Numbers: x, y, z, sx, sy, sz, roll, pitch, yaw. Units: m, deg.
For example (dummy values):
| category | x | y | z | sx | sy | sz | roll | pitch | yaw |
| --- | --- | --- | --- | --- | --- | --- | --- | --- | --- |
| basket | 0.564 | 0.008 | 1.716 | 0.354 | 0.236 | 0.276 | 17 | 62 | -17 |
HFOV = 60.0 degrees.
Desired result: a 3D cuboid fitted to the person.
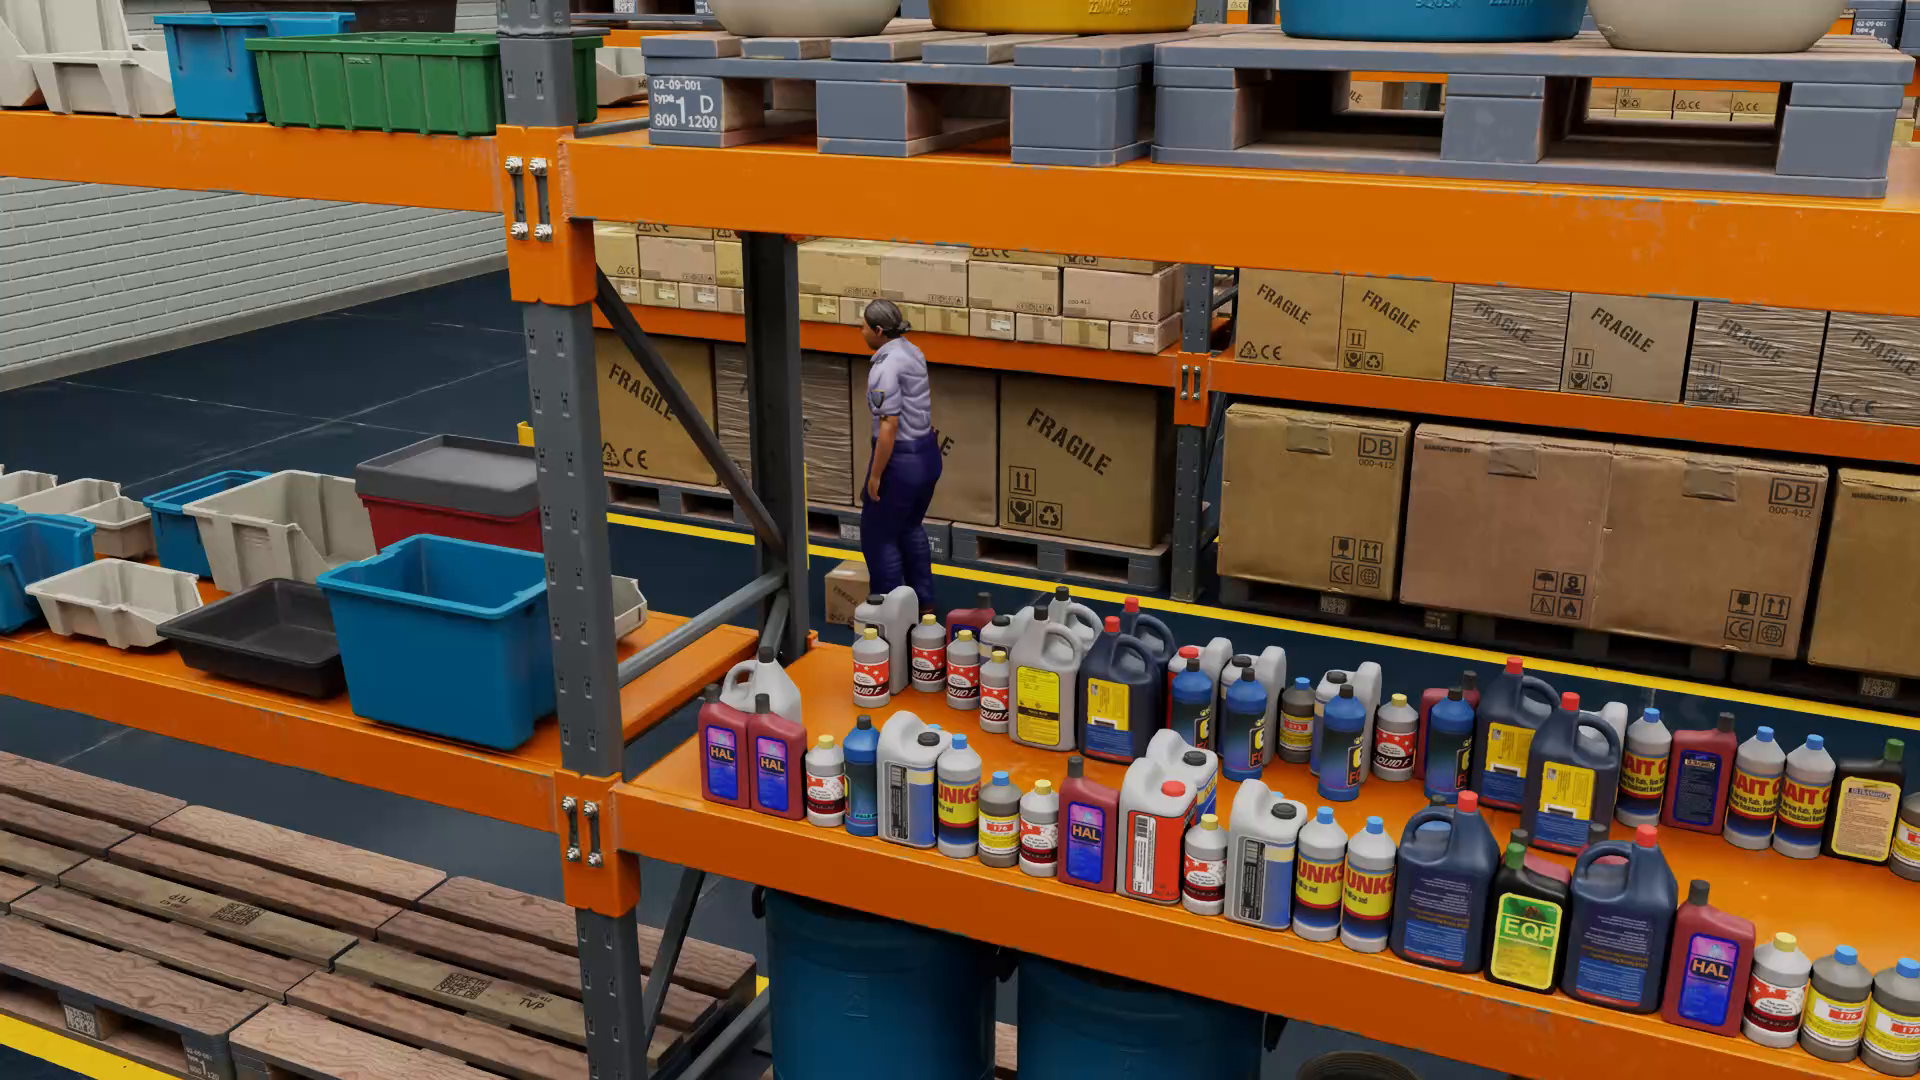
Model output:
| category | x | y | z | sx | sy | sz | roll | pitch | yaw |
| --- | --- | --- | --- | --- | --- | --- | --- | --- | --- |
| person | -0.322 | -0.363 | 8.124 | 0.424 | 1.650 | 0.547 | 7 | 21 | 21 |
